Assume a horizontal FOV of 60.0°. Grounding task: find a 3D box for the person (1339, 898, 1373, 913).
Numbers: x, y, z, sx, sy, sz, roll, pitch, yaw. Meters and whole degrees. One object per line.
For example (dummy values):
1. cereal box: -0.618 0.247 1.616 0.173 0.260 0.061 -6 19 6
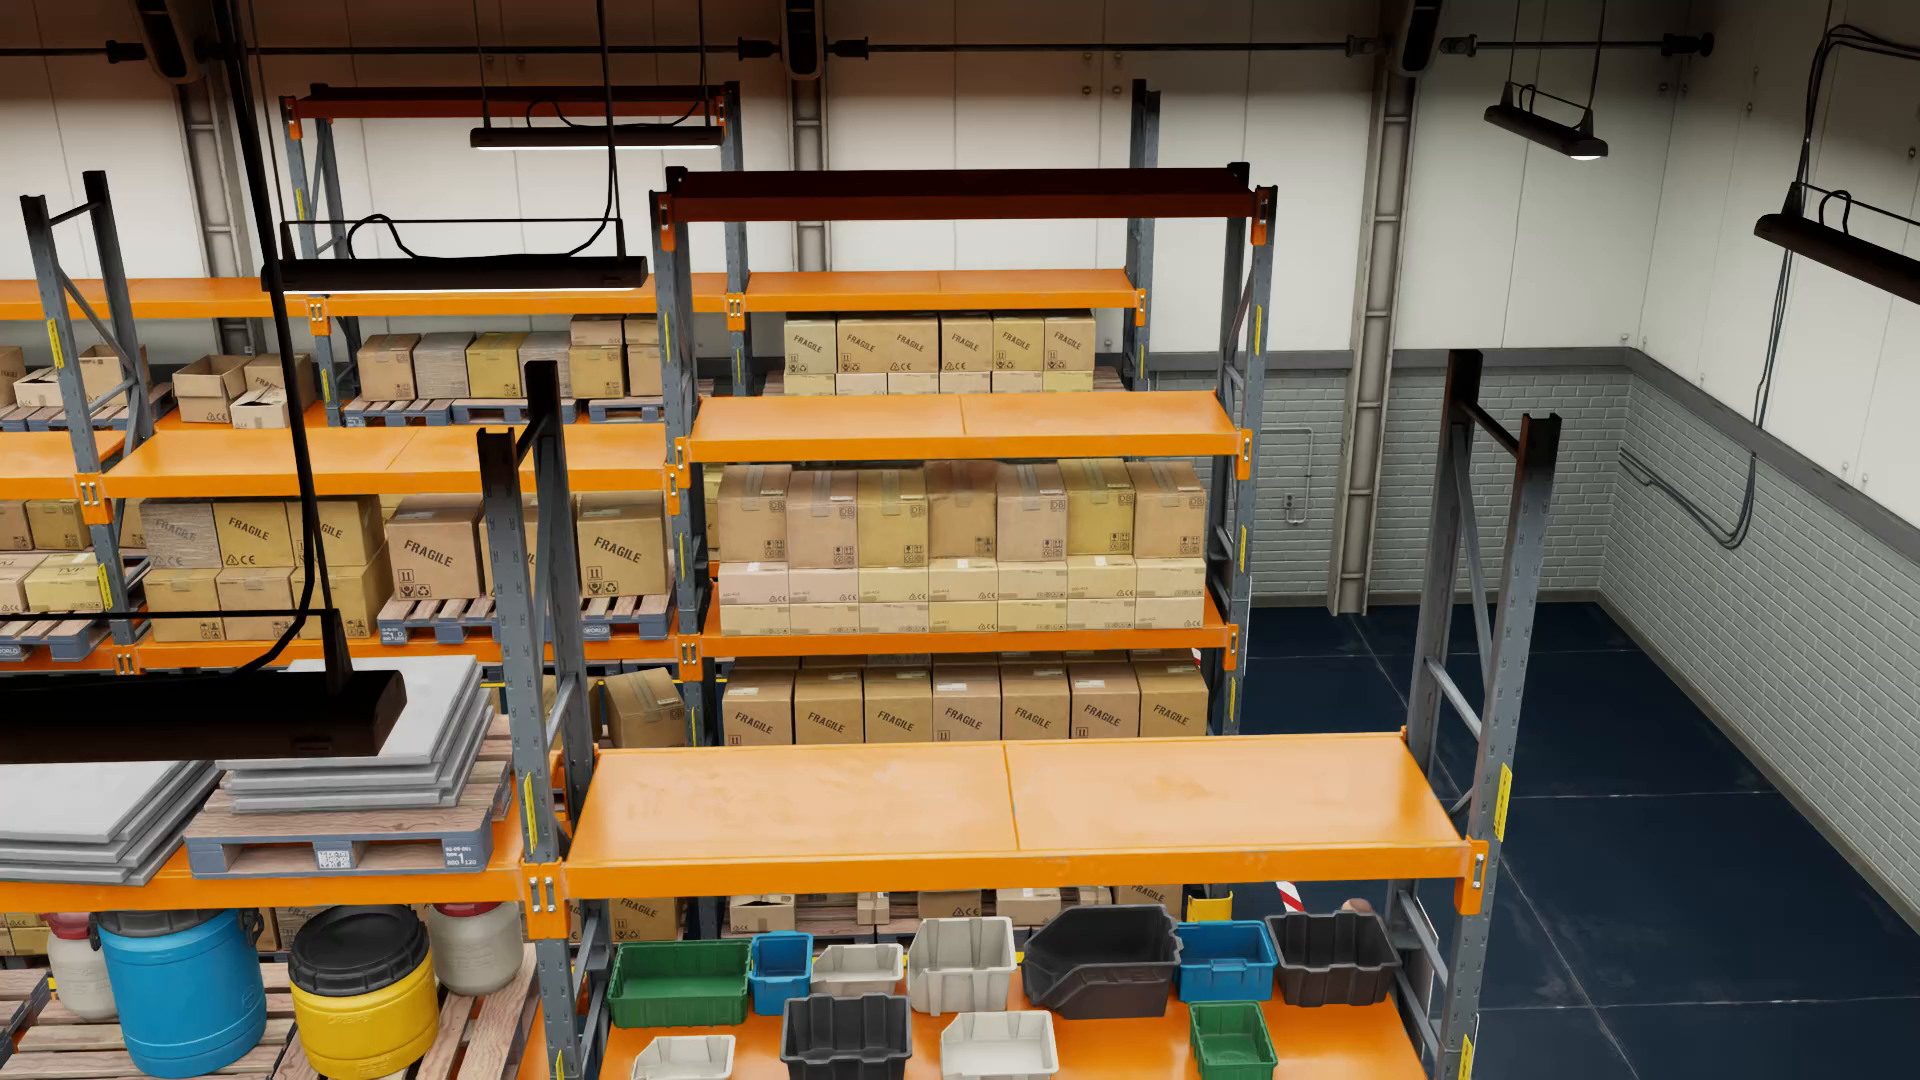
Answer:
1. person: 2.772 3.147 11.238 0.732 1.641 0.707 2 22 6
